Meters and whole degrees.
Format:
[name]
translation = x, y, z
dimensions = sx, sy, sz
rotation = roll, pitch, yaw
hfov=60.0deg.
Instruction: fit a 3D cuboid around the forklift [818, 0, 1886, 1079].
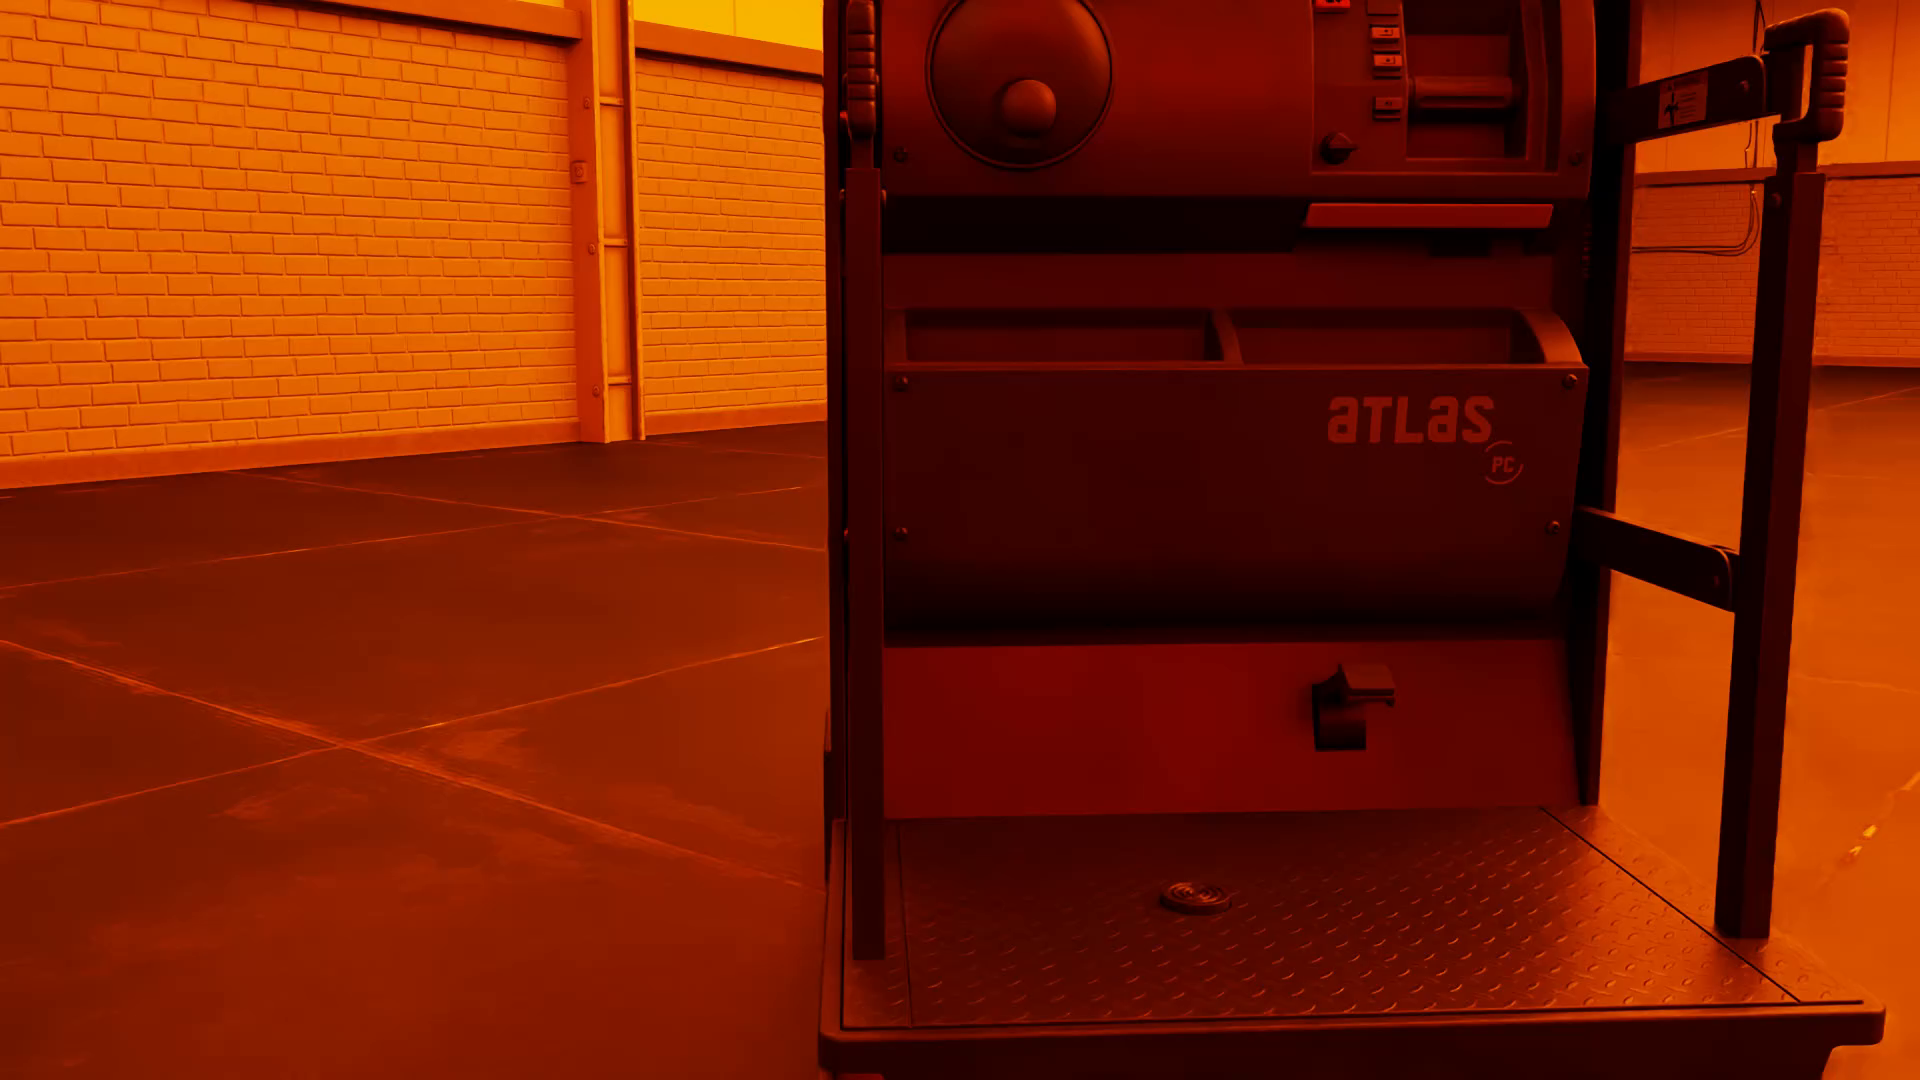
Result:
[forklift]
translation = 0.376, -0.684, 1.959
dimensions = 1.130, 2.935, 3.031
rotation = -1, 8, -3
